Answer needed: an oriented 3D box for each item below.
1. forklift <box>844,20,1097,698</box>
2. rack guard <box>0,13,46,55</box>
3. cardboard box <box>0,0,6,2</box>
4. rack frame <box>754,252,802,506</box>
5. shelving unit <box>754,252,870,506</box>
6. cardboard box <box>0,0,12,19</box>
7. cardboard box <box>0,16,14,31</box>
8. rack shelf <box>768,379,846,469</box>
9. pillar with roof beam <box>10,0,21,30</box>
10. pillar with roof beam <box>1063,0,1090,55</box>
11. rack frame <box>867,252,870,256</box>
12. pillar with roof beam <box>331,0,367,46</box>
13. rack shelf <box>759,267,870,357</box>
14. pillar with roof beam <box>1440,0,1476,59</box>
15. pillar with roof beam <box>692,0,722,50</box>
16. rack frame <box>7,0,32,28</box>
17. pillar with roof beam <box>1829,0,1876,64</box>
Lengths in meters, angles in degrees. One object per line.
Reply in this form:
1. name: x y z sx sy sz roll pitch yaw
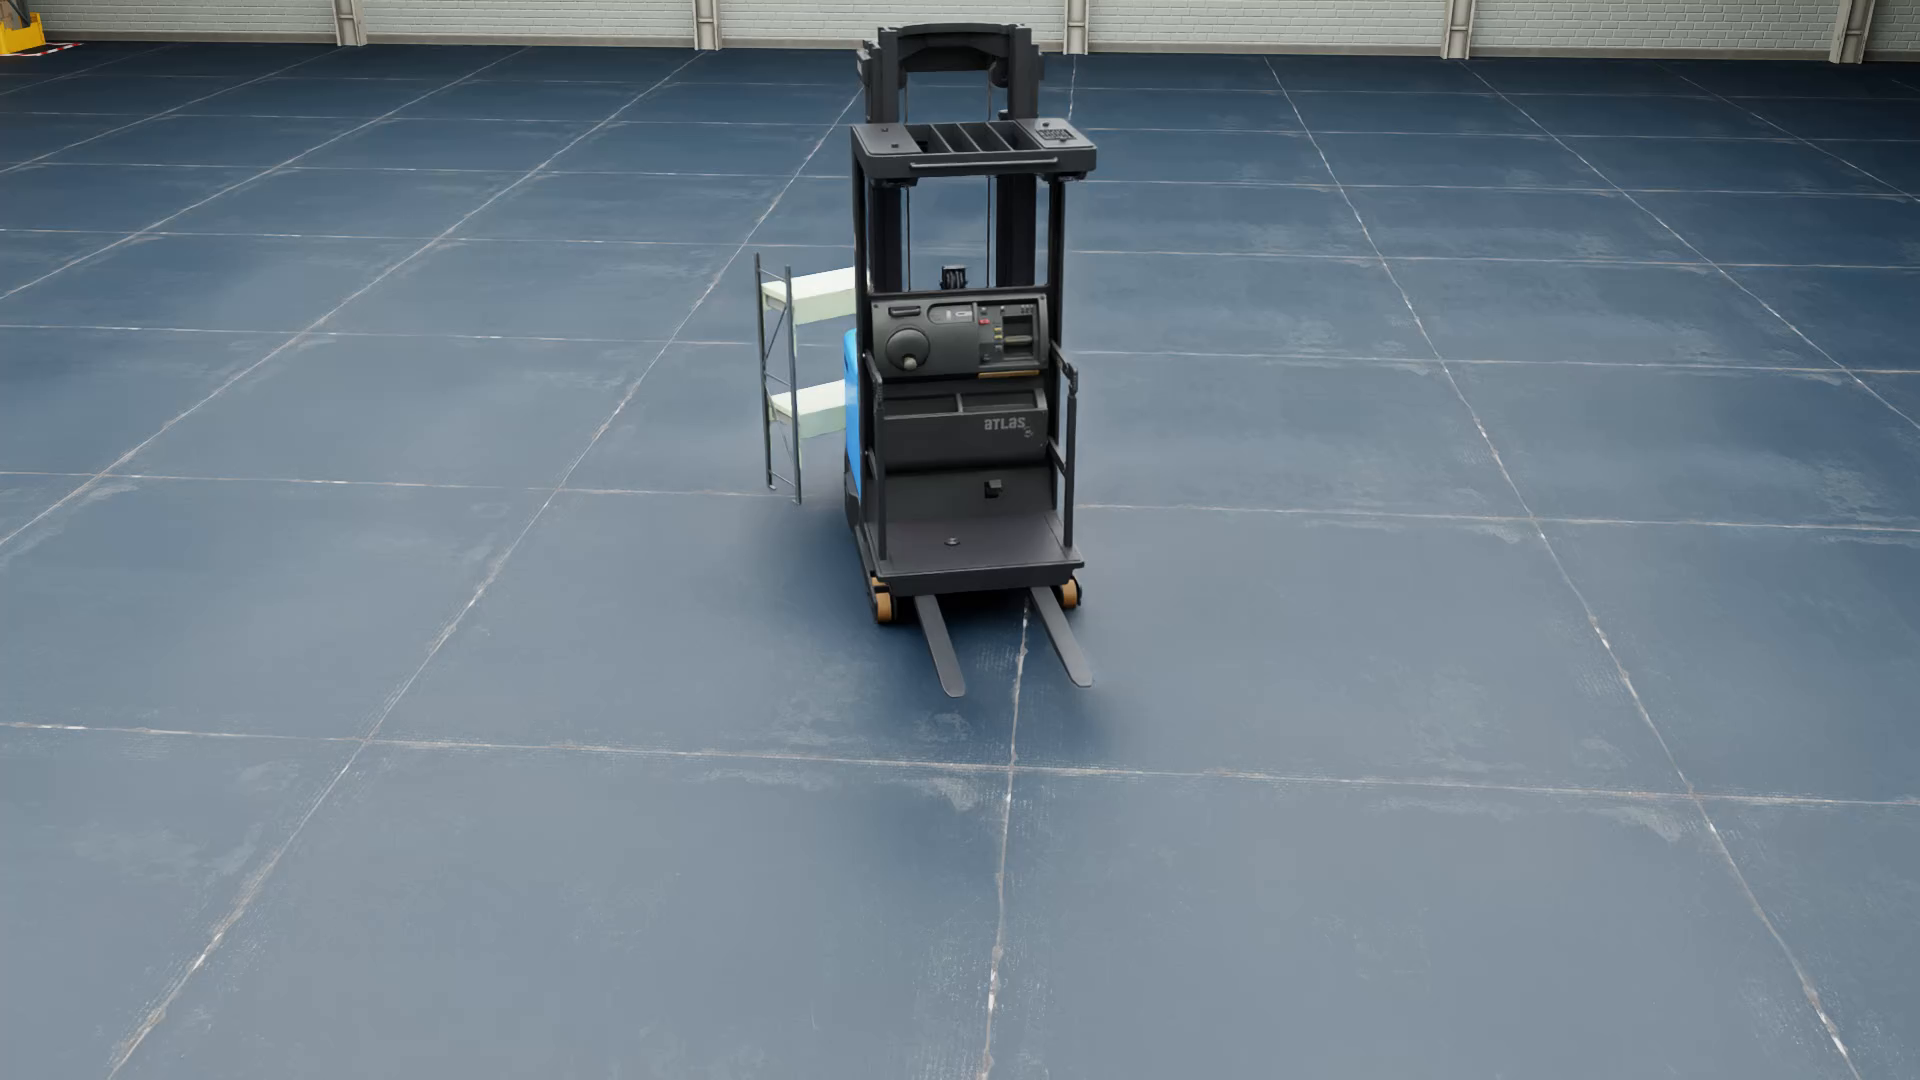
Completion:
1. forklift: 0.040 -1.053 8.531 1.130 2.935 3.031 -4 25 -9
2. rack guard: -15.433 -8.262 27.107 0.348 0.500 1.175 2 25 4
3. cardboard box: -15.922 -8.888 27.069 0.500 0.250 0.500 1 25 3
4. rack frame: -1.098 -0.962 10.043 0.023 1.500 0.400 -17 29 -32
5. shelving unit: -0.800 -1.051 10.236 0.755 1.500 0.431 -17 29 -32
6. cardboard box: -15.910 -8.669 27.190 0.500 0.250 0.500 2 25 5
7. cardboard box: -15.932 -8.437 27.285 0.500 0.250 0.500 2 25 4
8. rack shelf: -0.799 -0.754 10.371 0.720 0.370 0.431 -17 29 -32
9. pillar with roof beam: -16.412 -10.727 22.298 0.400 9.000 9.100 2 25 4
10. pillar with roof beam: 1.536 -10.151 21.046 0.400 9.000 9.100 2 25 4
11. rack frame: -0.502 -1.140 10.429 0.023 1.500 0.400 -17 29 -32
12. pillar with roof beam: -10.429 -10.535 21.881 0.400 9.000 9.100 2 25 4
13. rack shelf: -0.802 -1.406 10.075 0.720 0.370 0.431 -17 29 -32
14. pillar with roof beam: 7.518 -9.959 20.629 0.400 9.000 9.100 2 25 4
15. pillar with roof beam: -4.447 -10.343 21.463 0.400 9.000 9.100 2 25 4
16. rack frame: -15.457 -9.398 26.586 0.127 3.000 1.000 2 25 4
17. pillar with roof beam: 13.500 -9.767 20.212 0.400 9.000 9.100 2 25 4
